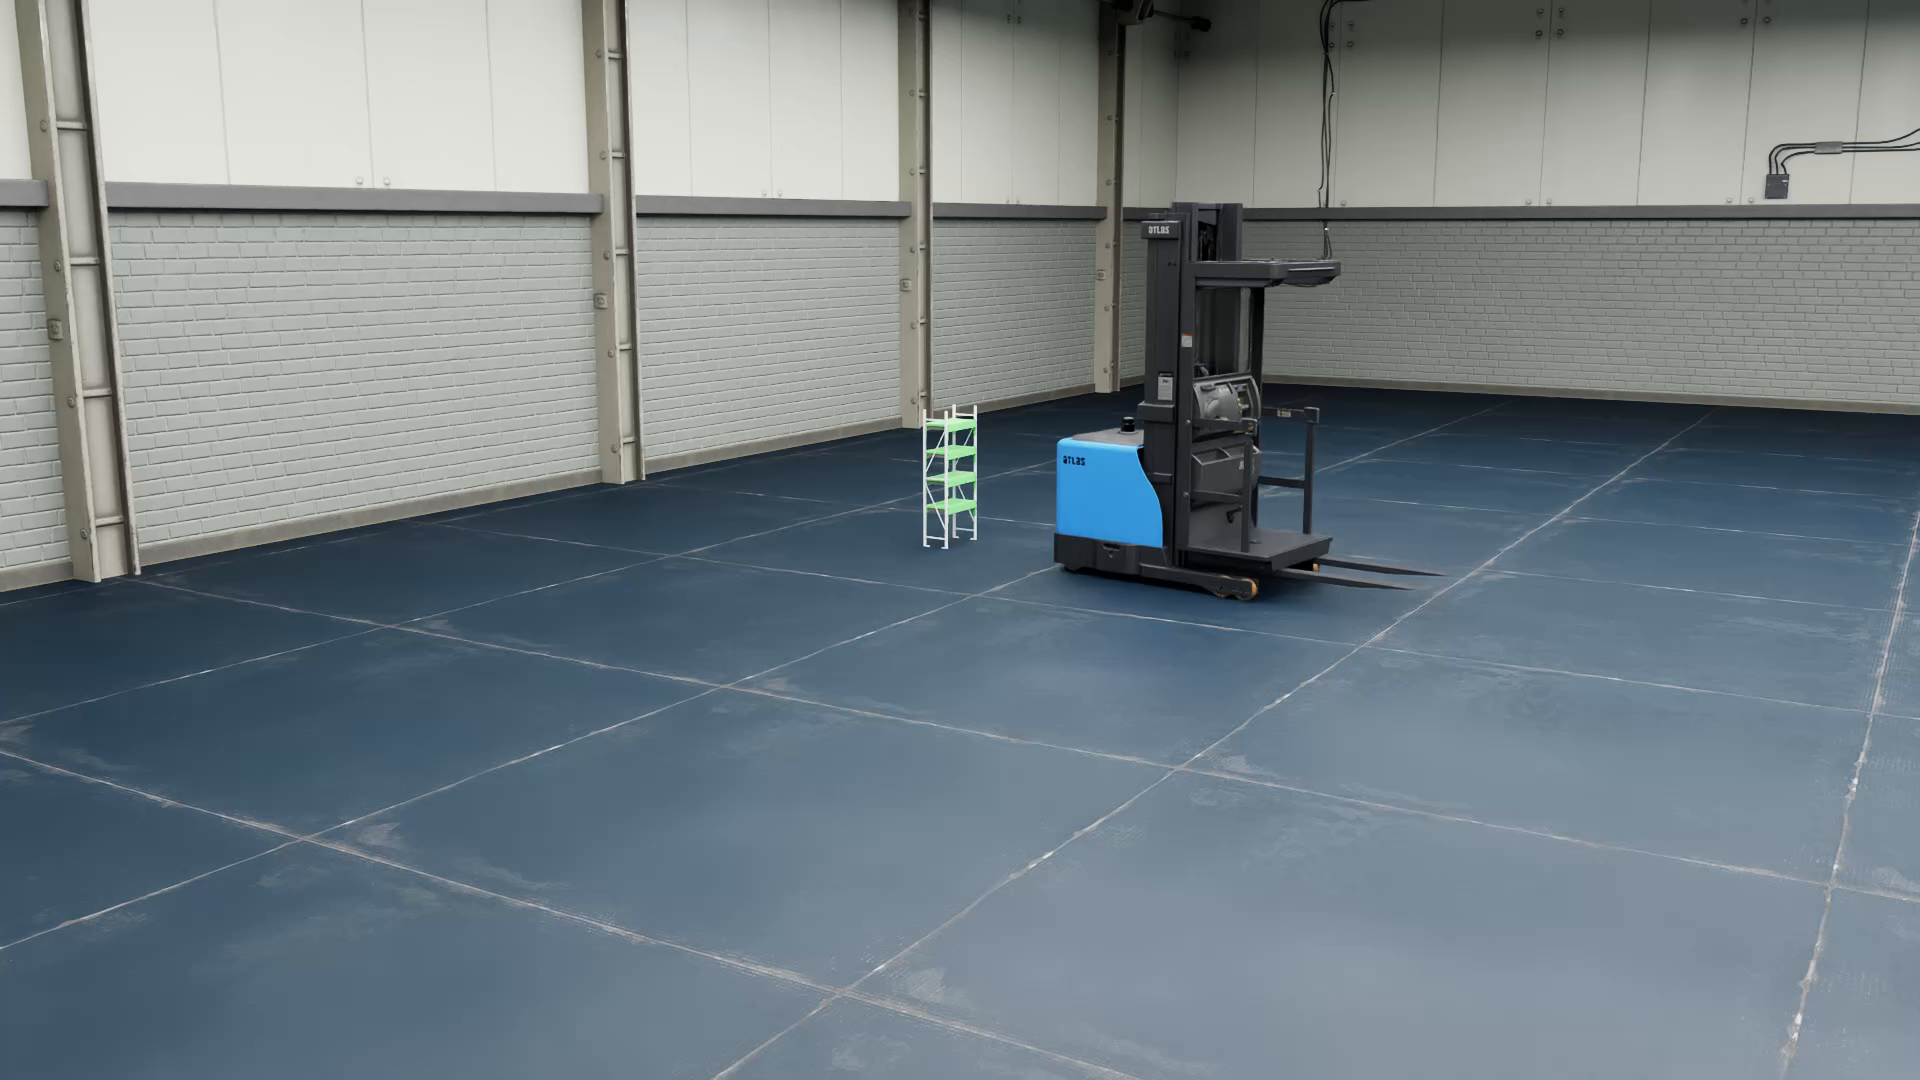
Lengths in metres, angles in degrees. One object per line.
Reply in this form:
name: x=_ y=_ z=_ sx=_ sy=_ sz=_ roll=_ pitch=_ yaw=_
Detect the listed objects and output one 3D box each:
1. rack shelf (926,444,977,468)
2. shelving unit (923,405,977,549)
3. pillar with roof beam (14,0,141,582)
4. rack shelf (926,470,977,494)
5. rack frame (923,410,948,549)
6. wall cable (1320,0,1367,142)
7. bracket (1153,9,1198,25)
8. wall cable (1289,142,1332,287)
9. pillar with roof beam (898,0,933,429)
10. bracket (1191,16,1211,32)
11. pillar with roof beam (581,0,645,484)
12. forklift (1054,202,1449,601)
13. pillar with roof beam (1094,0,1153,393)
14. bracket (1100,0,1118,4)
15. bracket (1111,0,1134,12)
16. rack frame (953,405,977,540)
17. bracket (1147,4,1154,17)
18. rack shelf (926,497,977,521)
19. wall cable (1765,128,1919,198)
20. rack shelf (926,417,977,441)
rack shelf: x=-0.086 y=-0.737 z=14.587 sx=0.258 sy=0.148 sz=0.480 roll=6 pitch=12 yaw=31
shelving unit: x=-0.086 y=-0.564 z=14.619 sx=0.258 sy=1.200 sz=0.503 roll=6 pitch=12 yaw=31
pillar with roof beam: x=-3.157 y=-3.723 z=10.301 sx=9.100 sy=9.000 sz=0.400 roll=6 pitch=12 yaw=31
rack shelf: x=-0.086 y=-0.501 z=14.631 sx=0.258 sy=0.148 sz=0.480 roll=6 pitch=12 yaw=31
rack frame: x=-0.213 y=-0.525 z=14.414 sx=0.240 sy=1.200 sz=0.015 roll=6 pitch=12 yaw=31
wall cable: x=7.481 y=-8.000 z=27.859 sx=3.097 sy=2.526 sz=0.112 roll=6 pitch=12 yaw=31
bracket: x=3.951 y=-9.046 z=28.950 sx=0.076 sy=0.066 sz=3.189 roll=6 pitch=12 yaw=31
wall cable: x=5.168 y=-5.776 z=29.705 sx=3.097 sy=2.526 sz=0.112 roll=6 pitch=12 yaw=31
pillar with roof beam: x=3.073 y=-5.610 z=20.382 sx=9.100 sy=9.000 sz=0.400 roll=6 pitch=12 yaw=31
bracket: x=4.258 y=-9.139 z=29.446 sx=0.235 sy=0.232 sz=0.430 roll=6 pitch=12 yaw=31
pillar with roof beam: x=-0.042 y=-4.667 z=15.341 sx=9.100 sy=9.000 sz=0.400 roll=6 pitch=12 yaw=31
forklift: x=2.232 y=-1.096 z=12.758 sx=3.031 sy=2.935 sz=1.130 roll=8 pitch=14 yaw=38
pillar with roof beam: x=6.188 y=-6.554 z=25.422 sx=9.100 sy=9.000 sz=0.548 roll=6 pitch=12 yaw=31
bracket: x=1.259 y=-8.230 z=24.593 sx=0.076 sy=0.066 sz=4.783 roll=6 pitch=12 yaw=31
bracket: x=2.597 y=-8.635 z=26.758 sx=0.235 sy=0.232 sz=0.430 roll=6 pitch=12 yaw=31
rack frame: x=0.041 y=-0.602 z=14.824 sx=0.240 sy=1.200 sz=0.015 roll=6 pitch=12 yaw=31
bracket: x=3.028 y=-8.766 z=27.455 sx=0.235 sy=0.232 sz=0.430 roll=6 pitch=12 yaw=31
rack shelf: x=-0.086 y=-0.265 z=14.675 sx=0.258 sy=0.148 sz=0.480 roll=6 pitch=12 yaw=31
wall cable: x=13.274 y=-8.064 z=24.248 sx=2.305 sy=6.003 sz=0.169 roll=6 pitch=12 yaw=31
rack shelf: x=-0.086 y=-0.973 z=14.543 sx=0.258 sy=0.148 sz=0.480 roll=6 pitch=12 yaw=31
